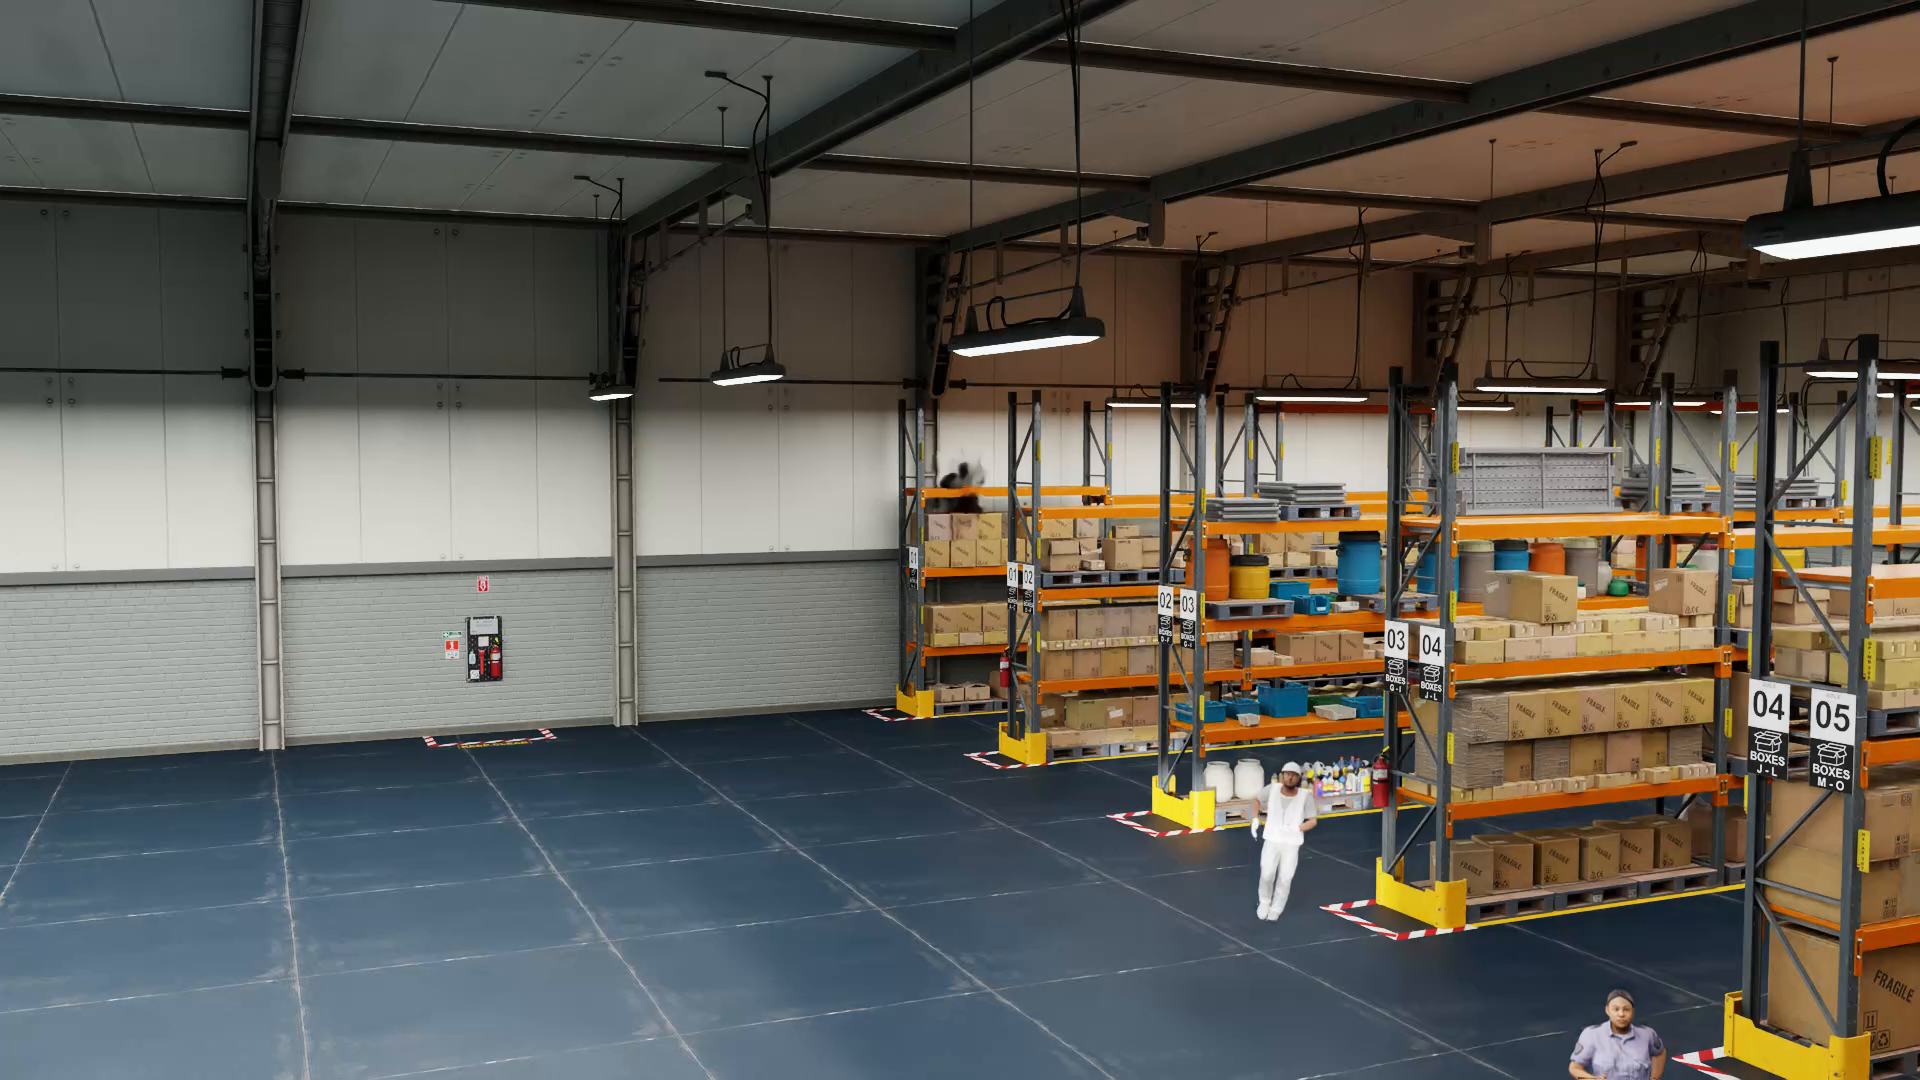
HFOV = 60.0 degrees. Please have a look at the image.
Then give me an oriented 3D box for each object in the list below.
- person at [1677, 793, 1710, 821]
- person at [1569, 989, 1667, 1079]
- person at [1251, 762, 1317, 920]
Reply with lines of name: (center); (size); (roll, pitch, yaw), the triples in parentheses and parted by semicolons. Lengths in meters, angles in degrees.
person: (9.495, 2.979, 21.552); (1.082, 1.763, 0.714); (-2, 4, -31)
person: (4.212, 3.701, 10.652); (0.602, 1.670, 0.886); (1, 4, 18)
person: (3.477, 3.244, 17.854); (0.696, 1.735, 0.599); (1, 3, 12)
